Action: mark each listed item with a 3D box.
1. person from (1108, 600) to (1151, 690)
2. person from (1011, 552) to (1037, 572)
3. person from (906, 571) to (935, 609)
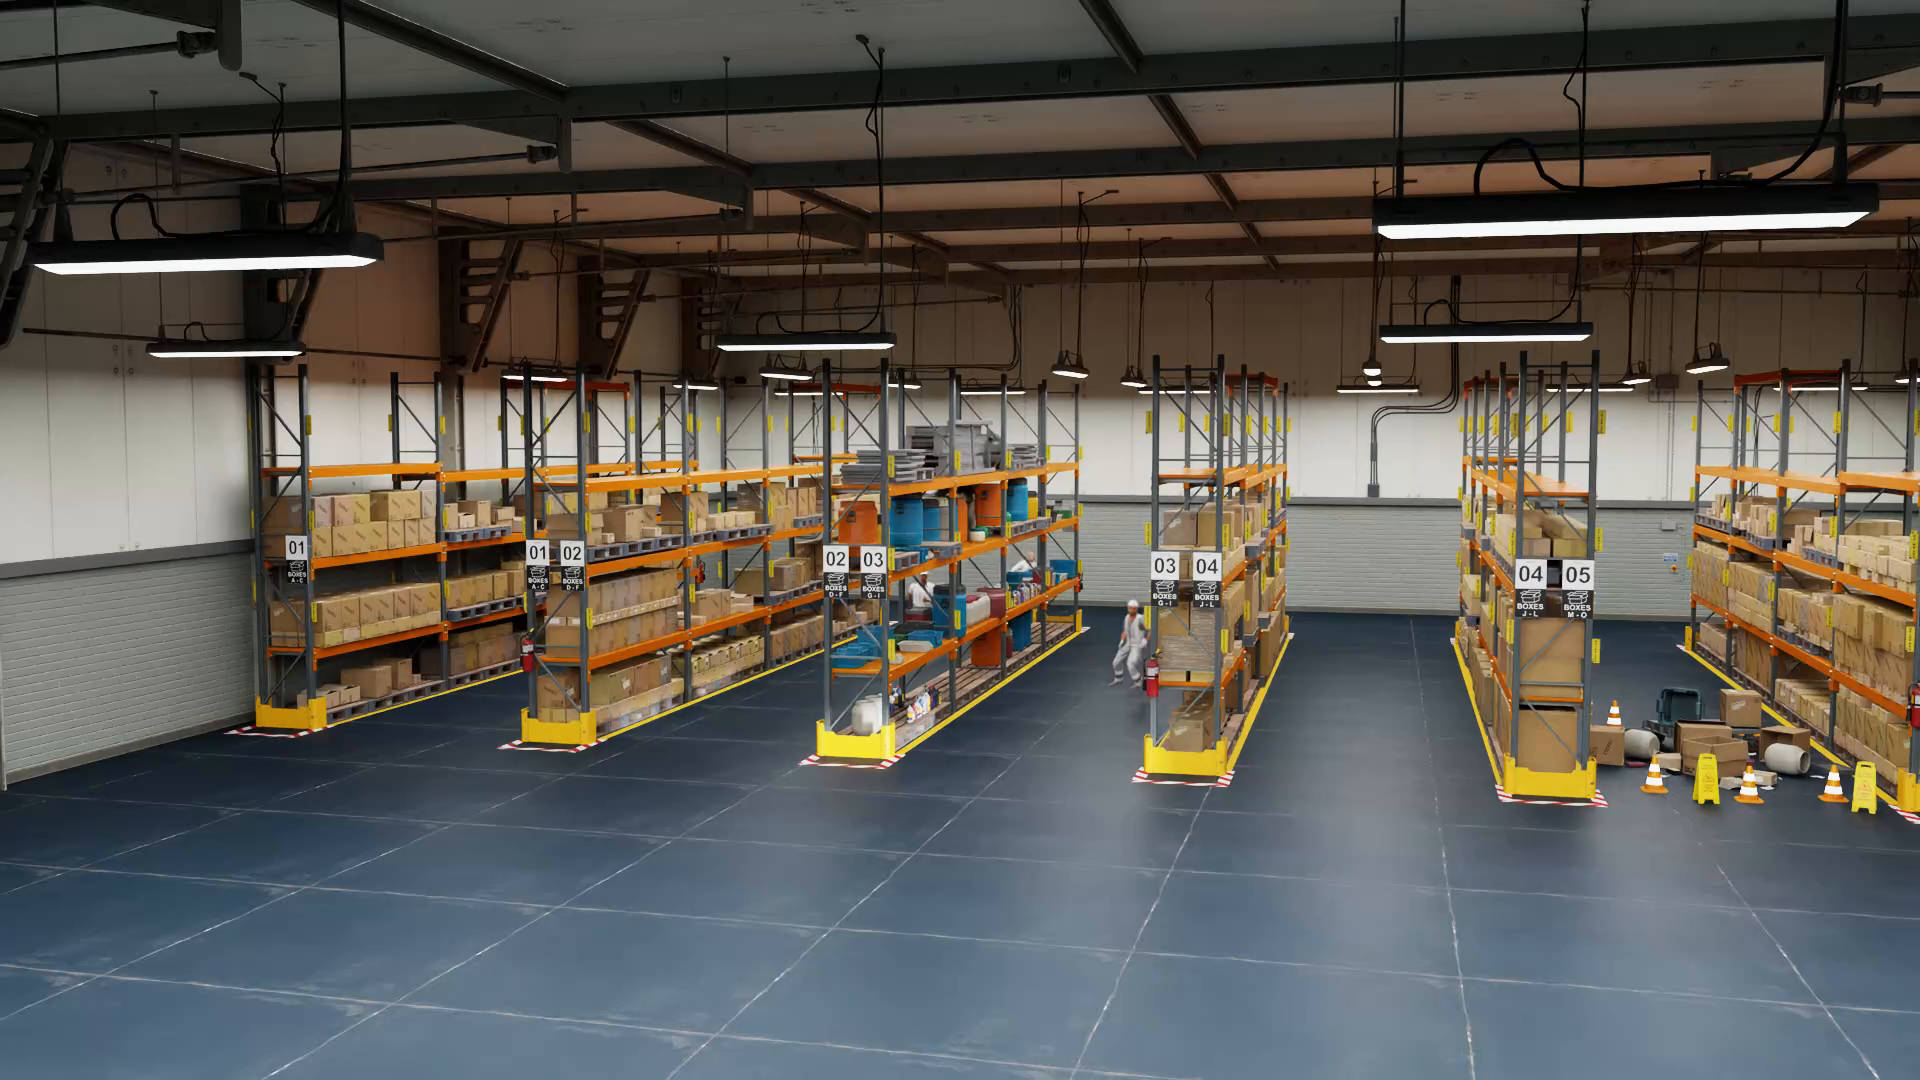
[{"bbox_3d":[3.021,1.872,29.861,0.514,1.630,0.972,-3,5,-37],"label":"person"},{"bbox_3d":[1.754,1.164,43.766,0.921,1.692,0.723,-2,4,-24],"label":"person"},{"bbox_3d":[-0.787,1.509,34.121,0.683,1.847,0.712,1,4,9],"label":"person"}]
